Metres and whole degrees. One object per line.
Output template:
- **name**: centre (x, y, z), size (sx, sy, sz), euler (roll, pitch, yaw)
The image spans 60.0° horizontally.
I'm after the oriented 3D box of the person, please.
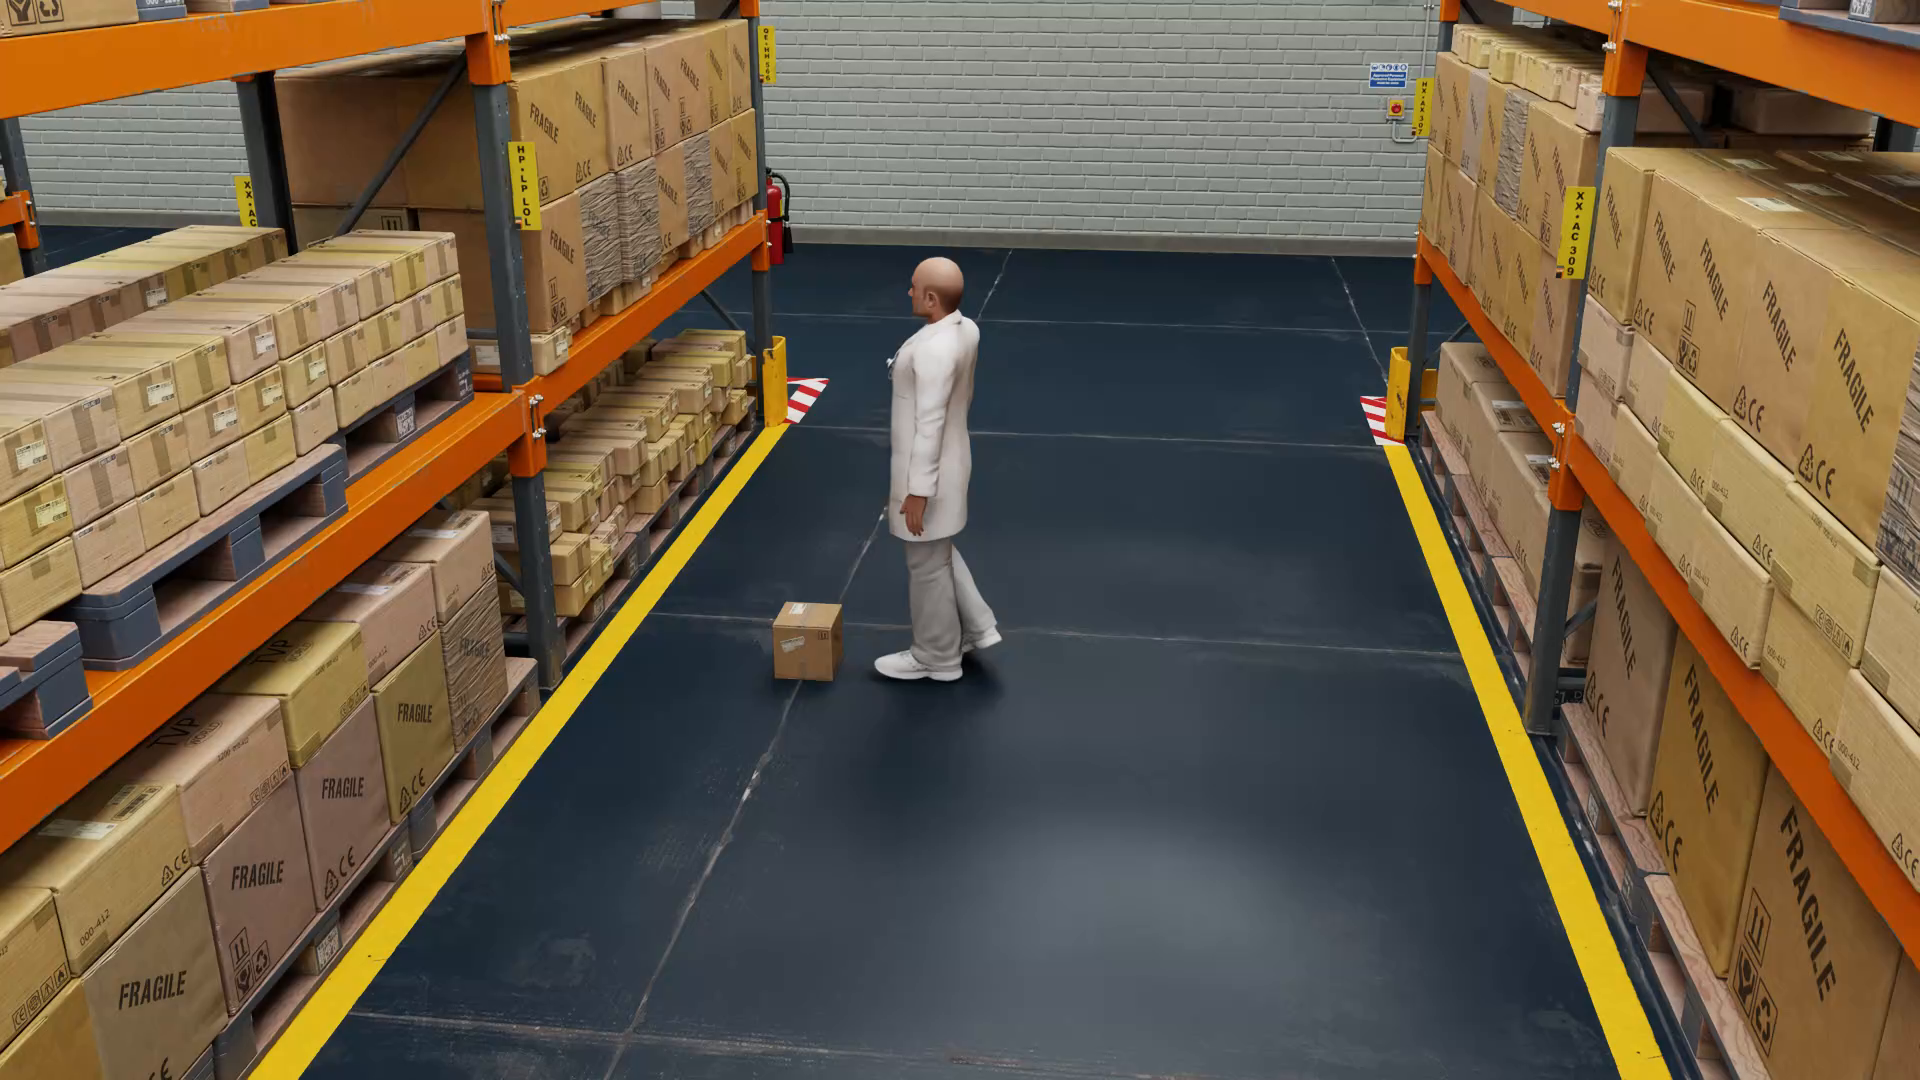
- **person**: centre (-0.090, -0.271, 6.763), size (0.513, 1.772, 0.626), euler (5, 22, 14)
